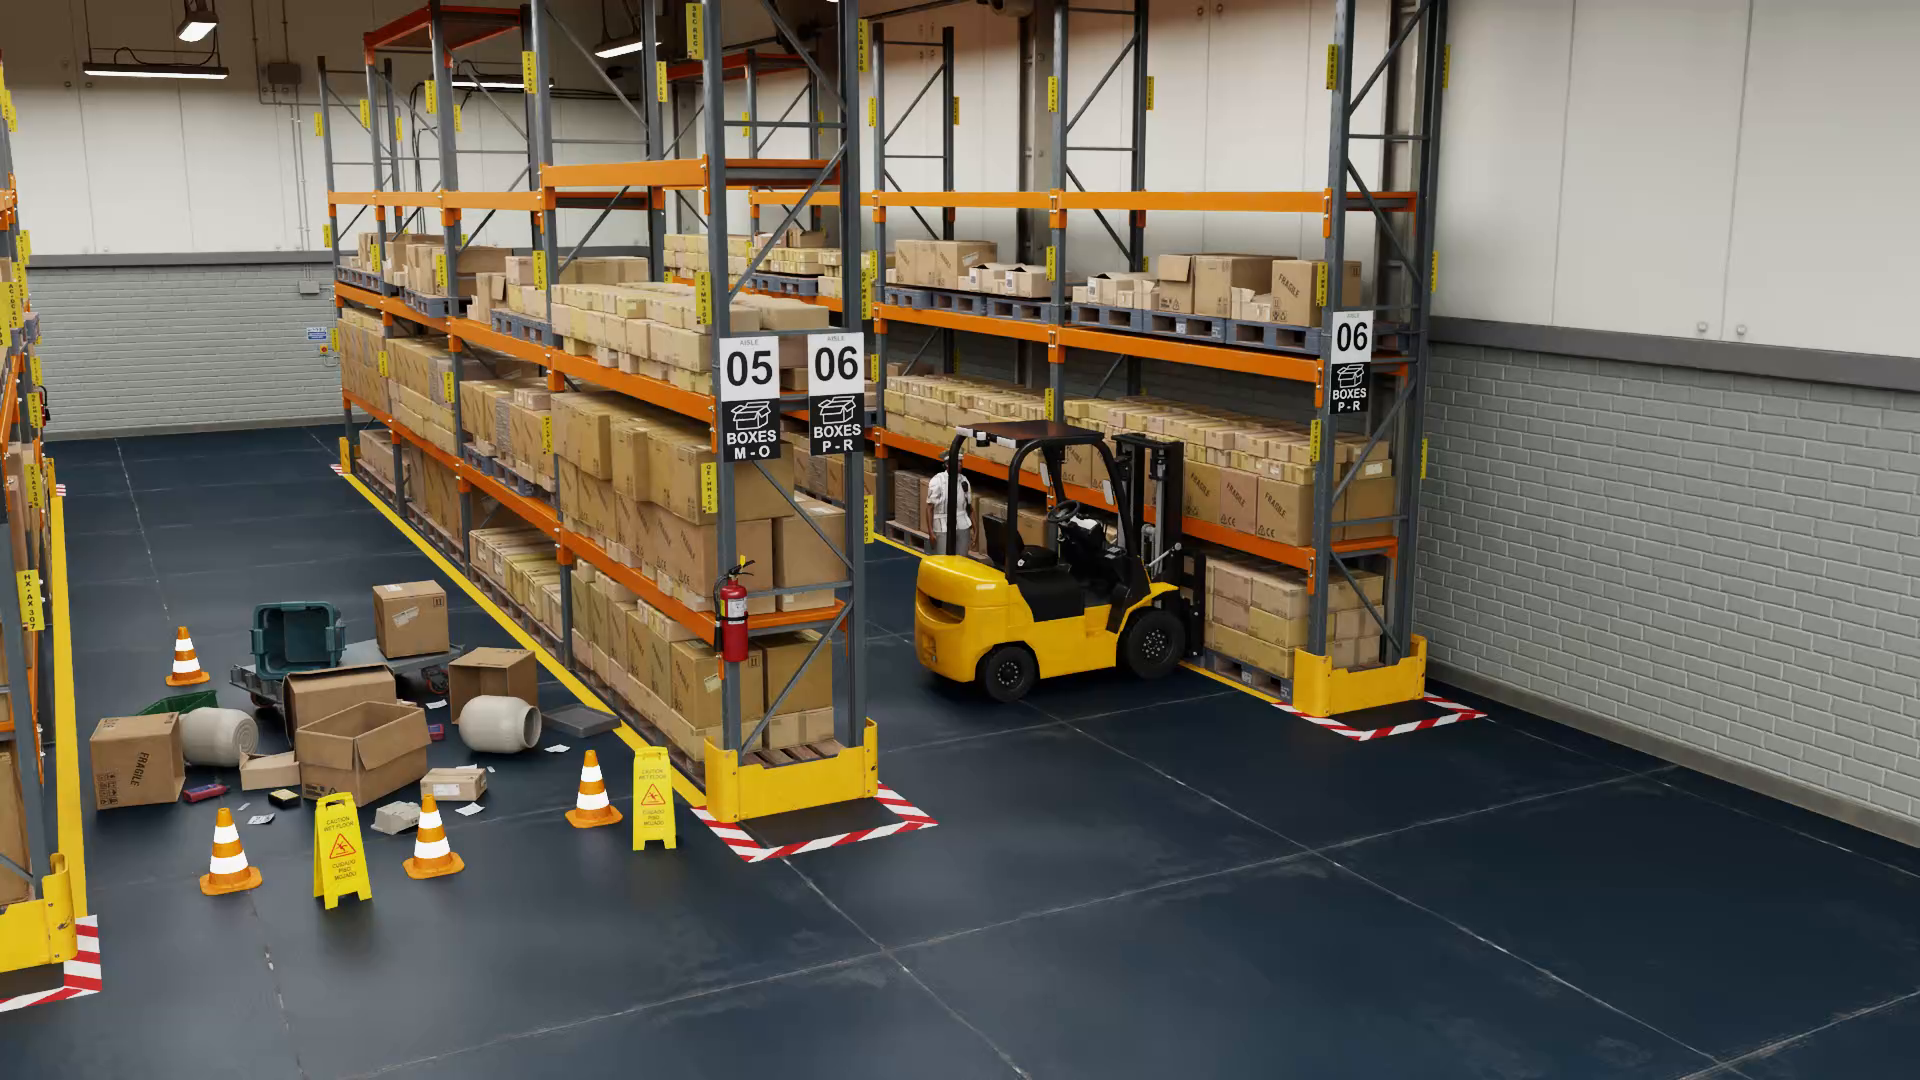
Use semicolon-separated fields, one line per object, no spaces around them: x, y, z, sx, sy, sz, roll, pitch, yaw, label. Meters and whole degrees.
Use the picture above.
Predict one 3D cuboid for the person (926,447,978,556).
-0.061;-0.053;16.081;0.570;1.695;0.529;-6;13;-28;person
